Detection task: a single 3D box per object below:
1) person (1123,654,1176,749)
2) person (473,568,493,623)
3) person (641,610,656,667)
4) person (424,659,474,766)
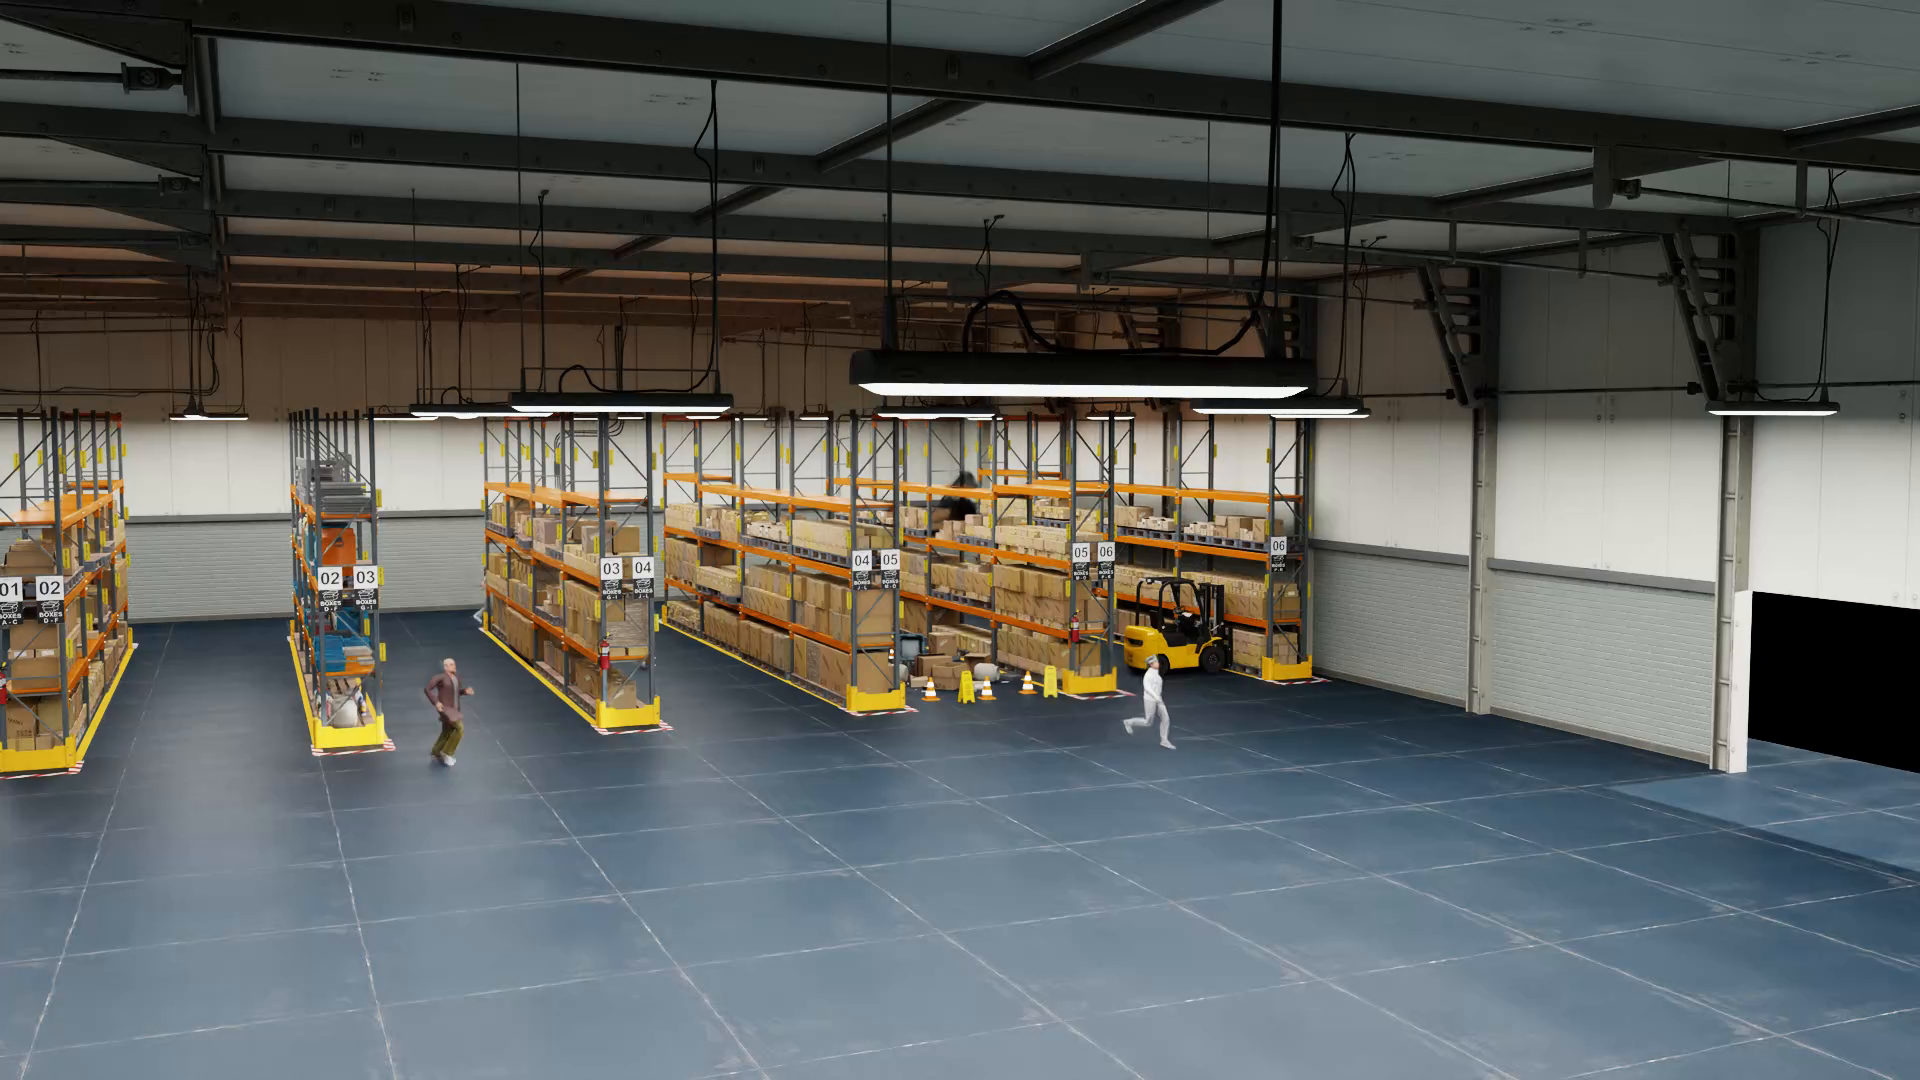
[{"bbox_3d":[3.377,2.851,29.477,0.943,1.685,0.602,2,4,26],"label":"person"},{"bbox_3d":[-13.294,1.575,47.035,0.966,1.650,0.568,-1,4,-12],"label":"person"},{"bbox_3d":[-7.441,2.120,39.002,0.708,1.741,0.620,-2,4,-23],"label":"person"},{"bbox_3d":[-8.559,2.897,27.951,0.787,1.820,0.670,1,4,13],"label":"person"}]
